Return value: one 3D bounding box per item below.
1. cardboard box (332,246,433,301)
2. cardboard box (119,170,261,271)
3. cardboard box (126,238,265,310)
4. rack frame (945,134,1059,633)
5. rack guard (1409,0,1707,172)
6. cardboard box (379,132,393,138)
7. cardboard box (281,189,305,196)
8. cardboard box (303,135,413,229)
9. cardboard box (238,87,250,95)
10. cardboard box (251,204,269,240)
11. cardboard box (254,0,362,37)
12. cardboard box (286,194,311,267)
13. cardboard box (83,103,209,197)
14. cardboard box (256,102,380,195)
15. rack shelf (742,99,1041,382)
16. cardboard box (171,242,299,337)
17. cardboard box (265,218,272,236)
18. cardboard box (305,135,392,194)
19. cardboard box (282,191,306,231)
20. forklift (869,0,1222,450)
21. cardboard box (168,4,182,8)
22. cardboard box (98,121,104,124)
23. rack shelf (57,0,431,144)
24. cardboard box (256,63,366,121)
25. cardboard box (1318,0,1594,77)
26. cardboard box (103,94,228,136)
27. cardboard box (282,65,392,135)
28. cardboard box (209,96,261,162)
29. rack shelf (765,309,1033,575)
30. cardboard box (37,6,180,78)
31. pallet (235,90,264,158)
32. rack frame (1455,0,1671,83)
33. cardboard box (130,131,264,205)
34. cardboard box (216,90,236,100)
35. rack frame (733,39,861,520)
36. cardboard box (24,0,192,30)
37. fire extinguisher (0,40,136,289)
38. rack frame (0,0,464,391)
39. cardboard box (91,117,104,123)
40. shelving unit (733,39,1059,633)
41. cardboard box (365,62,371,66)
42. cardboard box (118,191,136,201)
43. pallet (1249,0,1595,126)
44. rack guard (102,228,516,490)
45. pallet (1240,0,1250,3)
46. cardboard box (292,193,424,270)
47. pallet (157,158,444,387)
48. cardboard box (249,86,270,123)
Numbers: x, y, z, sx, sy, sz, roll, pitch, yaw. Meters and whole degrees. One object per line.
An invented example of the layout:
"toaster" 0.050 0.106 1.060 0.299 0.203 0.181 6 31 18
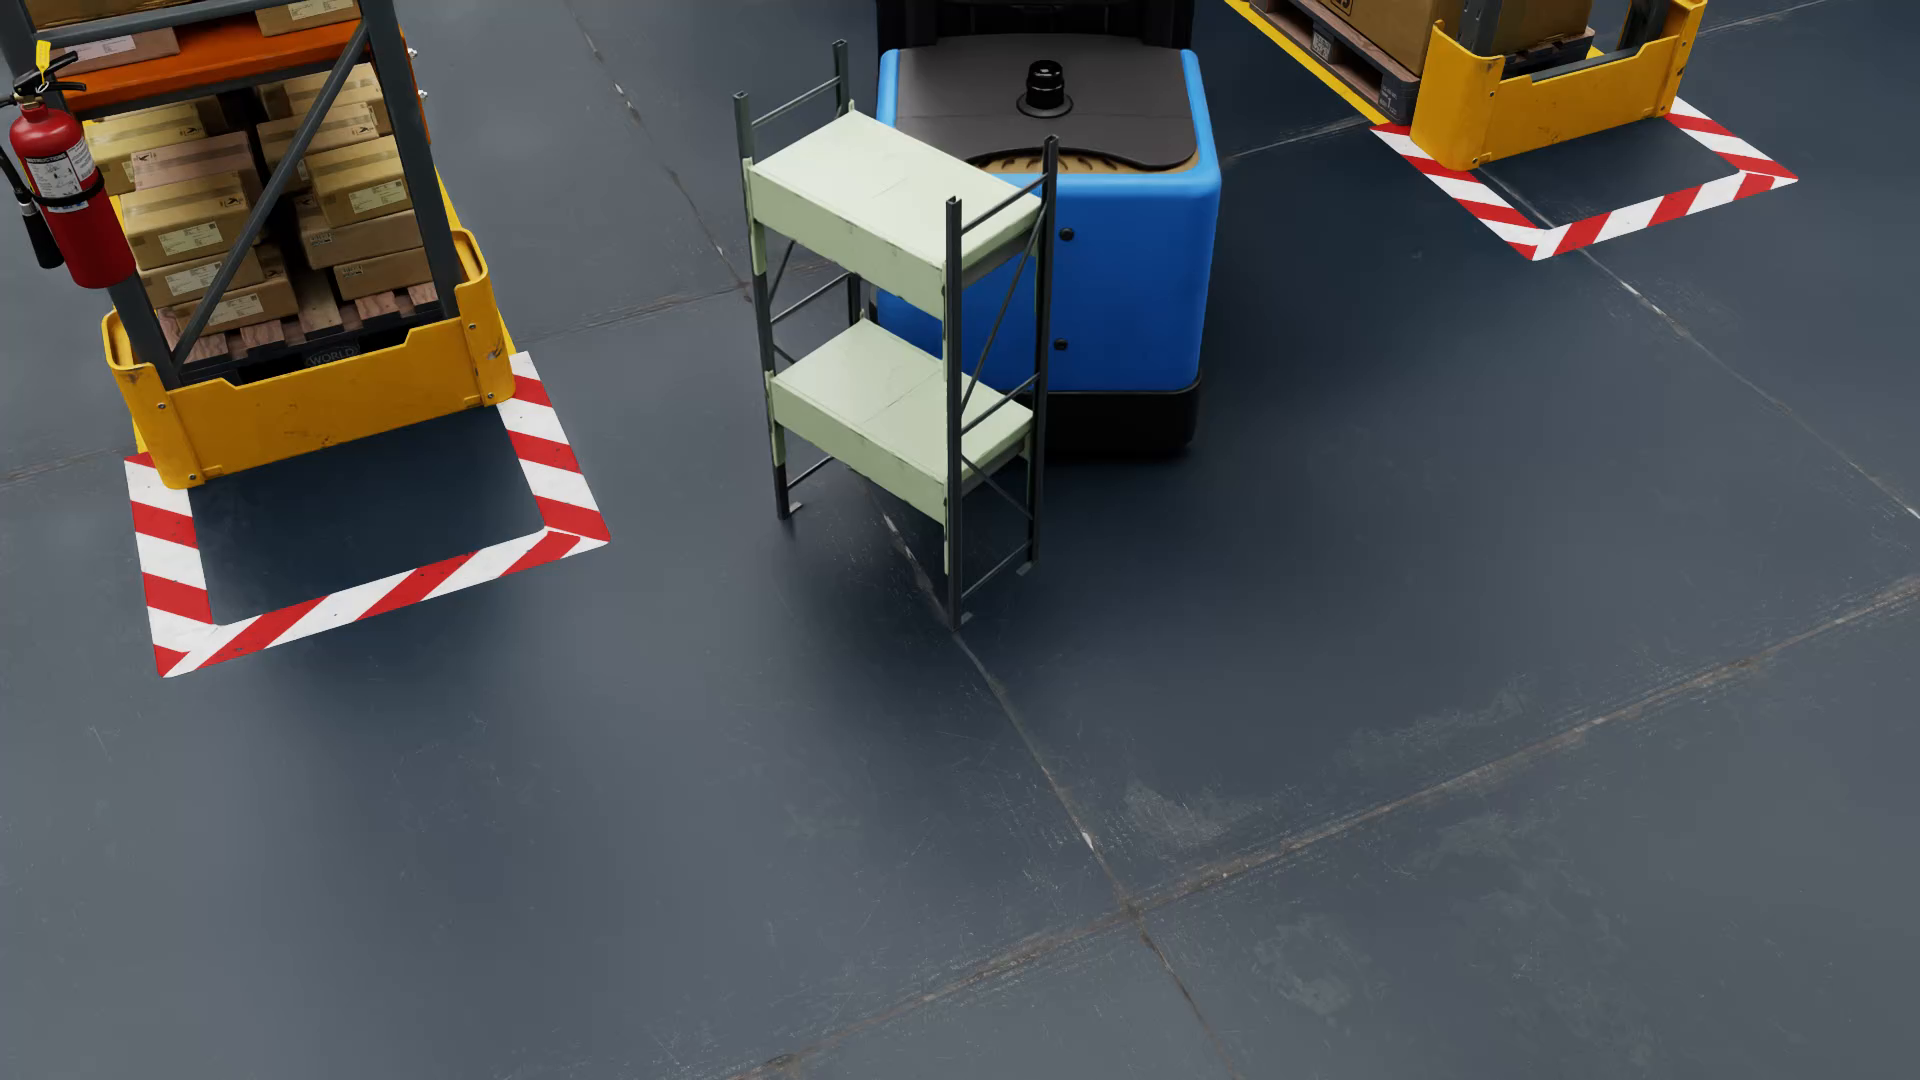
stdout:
"cardboard box" -2.021 -1.013 5.871 0.380 0.149 0.250 -17 47 -17
"cardboard box" -2.544 -1.059 5.494 0.380 0.149 0.250 -18 47 -17
"cardboard box" -2.572 -0.942 5.588 0.380 0.149 0.250 -19 48 -18
"rack frame" 0.106 -0.367 4.554 0.023 1.500 0.400 32 53 28
"rack guard" 2.462 -1.945 6.865 1.175 0.500 0.348 -18 47 -17
"cardboard box" -2.335 -1.616 6.271 0.380 0.149 0.250 -17 47 -16
"cardboard box" -2.326 -1.421 6.073 0.380 0.149 0.250 -17 47 -17
"cardboard box" -2.003 -1.230 5.668 0.380 0.149 0.250 -20 48 -19
"cardboard box" -2.684 -1.918 6.577 0.380 0.149 0.250 -16 47 -15
"cardboard box" -2.633 -1.125 5.773 0.380 0.149 0.250 -19 48 -18
"cardboard box" -1.930 -1.663 4.979 0.380 0.149 0.250 -18 48 -18
"cardboard box" -2.205 -1.155 6.016 0.380 0.149 0.250 -18 47 -18
"cardboard box" -2.821 -1.363 5.803 0.380 0.149 0.250 -19 48 -18
"cardboard box" -2.228 -1.370 5.810 0.380 0.149 0.250 -17 47 -17
"rack shelf" -0.169 -0.815 4.452 0.720 0.370 0.431 32 53 28
"cardboard box" -2.502 -0.858 5.715 0.380 0.149 0.250 -17 47 -17
"cardboard box" -2.735 -1.186 6.047 0.380 0.149 0.250 -18 47 -18
"cardboard box" -2.142 -1.291 5.942 0.380 0.149 0.250 -18 47 -18
"cardboard box" -2.316 -1.311 6.174 0.380 0.149 0.250 -18 47 -17
"forklift" 0.257 -2.351 5.546 1.130 2.935 3.031 0 45 0
"cardboard box" -2.555 -1.654 4.969 0.380 0.149 0.250 -18 47 -17
"cardboard box" -3.022 -1.599 6.254 0.380 0.149 0.250 -17 47 -17
"rack shelf" -2.932 -2.468 6.128 1.077 0.370 4.000 -18 47 -17
"cardboard box" -2.397 -1.702 6.147 0.380 0.149 0.250 -20 48 -19
"cardboard box" 2.110 -2.627 6.991 0.875 0.875 0.875 -18 47 -17
"cardboard box" -2.873 -1.547 5.989 0.380 0.149 0.250 -20 48 -19
"cardboard box" -2.218 -1.569 6.011 0.380 0.149 0.250 -18 47 -18
"cardboard box" -2.812 -1.474 6.128 0.380 0.149 0.250 -19 48 -18
"rack shelf" -0.169 -0.305 4.955 0.720 0.370 0.431 32 53 28
"cardboard box" -2.485 -1.484 4.798 0.380 0.149 0.250 -18 47 -17
"pallet" -2.942 -1.810 6.934 1.003 0.211 1.213 -18 47 -17
"rack frame" 2.452 -2.850 6.003 1.000 3.000 0.127 -18 47 -17
"cardboard box" -2.597 -1.236 5.674 0.380 0.149 0.250 -17 47 -17
"cardboard box" -3.149 -1.847 6.717 0.380 0.149 0.250 -17 47 -16
"rack frame" -0.443 -0.707 4.899 0.023 1.500 0.400 32 53 28
"cardboard box" -2.514 -1.801 4.657 0.500 0.500 0.500 -17 47 -17
"fire extinguisher" -2.404 -0.992 4.441 0.296 0.674 0.183 -18 47 -17
"rack frame" -2.091 -1.450 4.583 1.000 3.000 0.127 -18 47 -17
"cardboard box" -3.036 -1.702 6.146 0.380 0.149 0.250 -16 47 -16
"shelving unit" -0.169 -0.537 4.726 0.755 1.500 0.431 32 53 28
"cardboard box" -2.544 -1.826 6.695 0.380 0.149 0.250 -20 48 -19
"cardboard box" -2.792 -1.273 5.923 0.380 0.149 0.250 -20 48 -19
"pallet" 2.044 -2.344 7.475 1.003 0.211 1.213 -18 47 -17
"rack guard" -2.123 -0.608 5.510 1.175 0.500 0.348 -18 47 -17
"pallet" 1.535 -3.120 8.262 1.003 0.211 1.213 -18 47 -17
"cardboard box" -2.079 -1.100 5.748 0.380 0.149 0.250 -16 47 -16
"pallet" -2.433 -1.034 6.147 1.003 0.211 1.213 -18 47 -17
"cardboard box" -2.533 -1.757 6.414 0.380 0.149 0.250 -20 48 -19
